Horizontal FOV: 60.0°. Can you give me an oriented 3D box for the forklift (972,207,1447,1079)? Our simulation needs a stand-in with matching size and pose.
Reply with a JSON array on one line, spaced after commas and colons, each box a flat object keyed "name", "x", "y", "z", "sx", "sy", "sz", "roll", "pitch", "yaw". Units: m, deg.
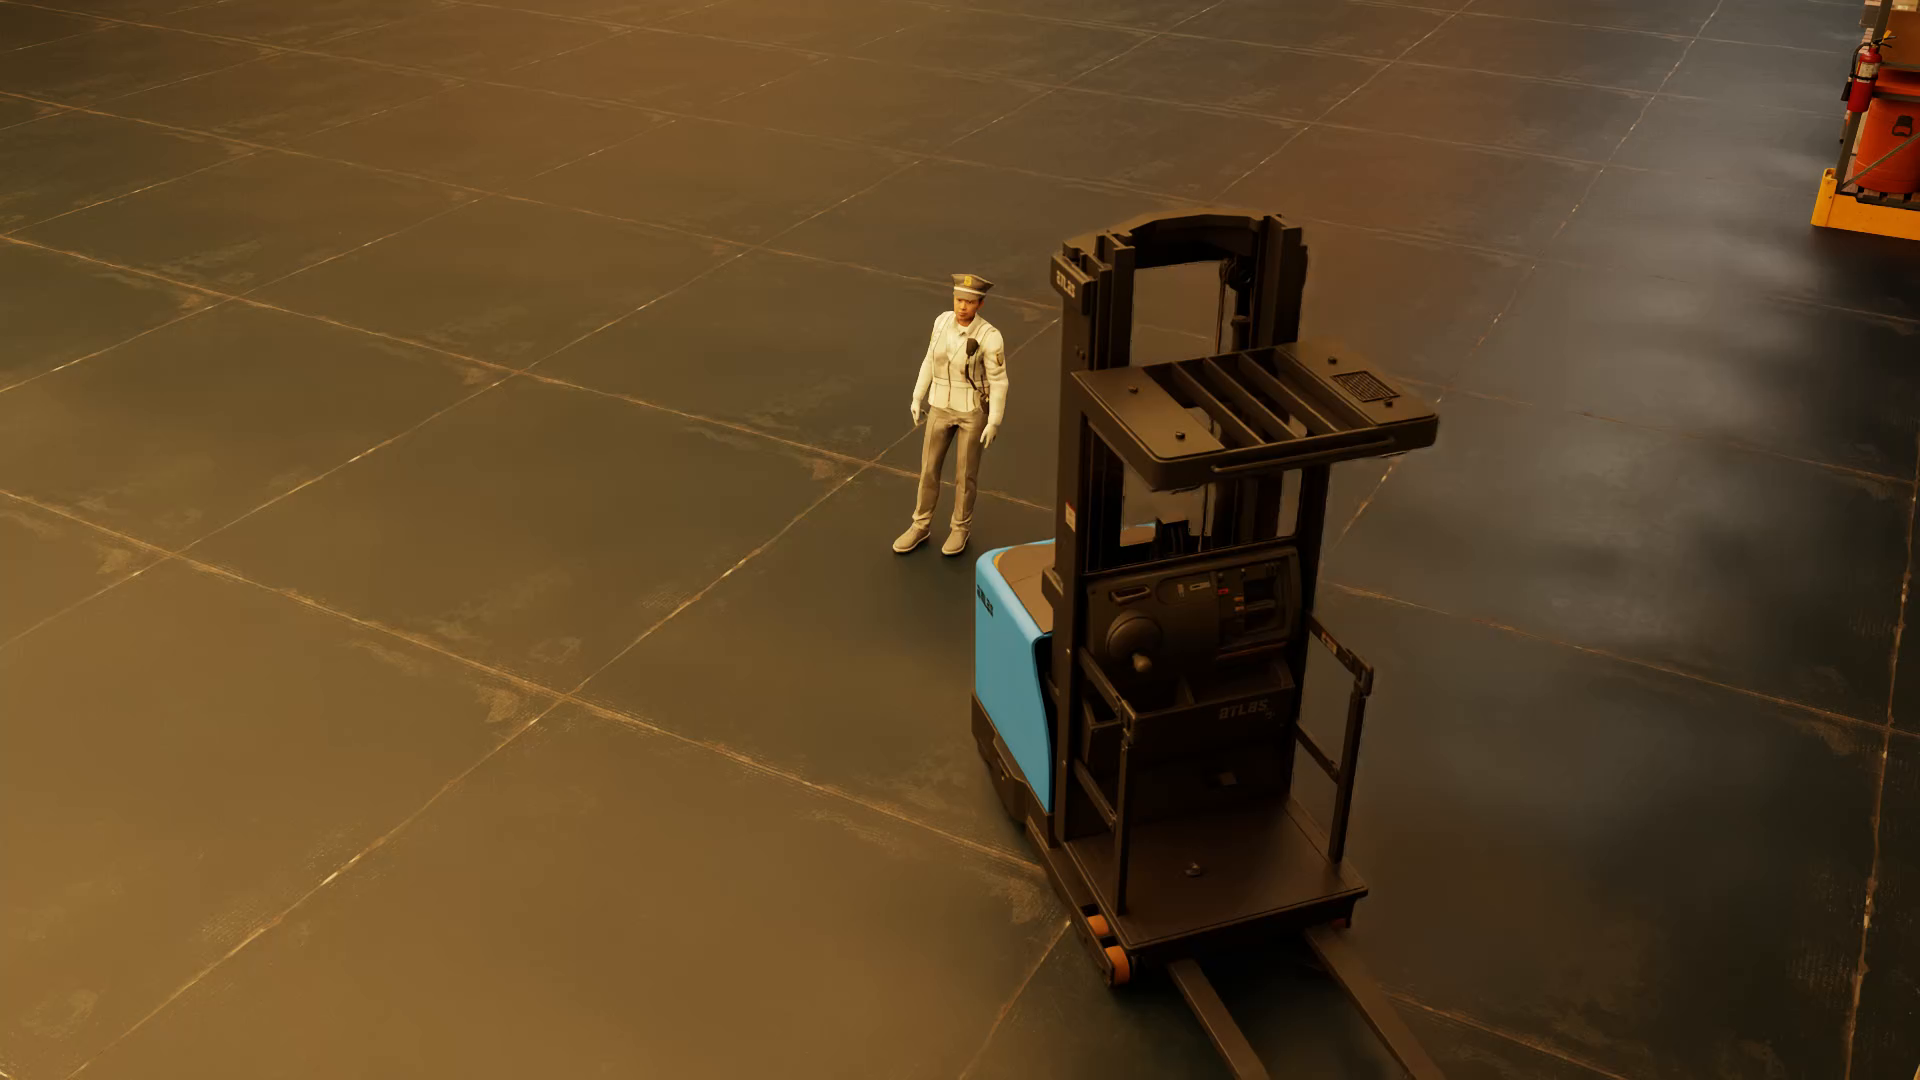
[{"name": "forklift", "x": 1.016, "y": 0.332, "z": 6.495, "sx": 1.130, "sy": 2.935, "sz": 3.031, "roll": -10, "pitch": 31, "yaw": -16}]

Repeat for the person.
[{"name": "person", "x": -0.039, "y": -0.712, "z": 9.527, "sx": 0.586, "sy": 1.694, "sz": 0.532, "roll": 15, "pitch": 33, "yaw": 25}]
